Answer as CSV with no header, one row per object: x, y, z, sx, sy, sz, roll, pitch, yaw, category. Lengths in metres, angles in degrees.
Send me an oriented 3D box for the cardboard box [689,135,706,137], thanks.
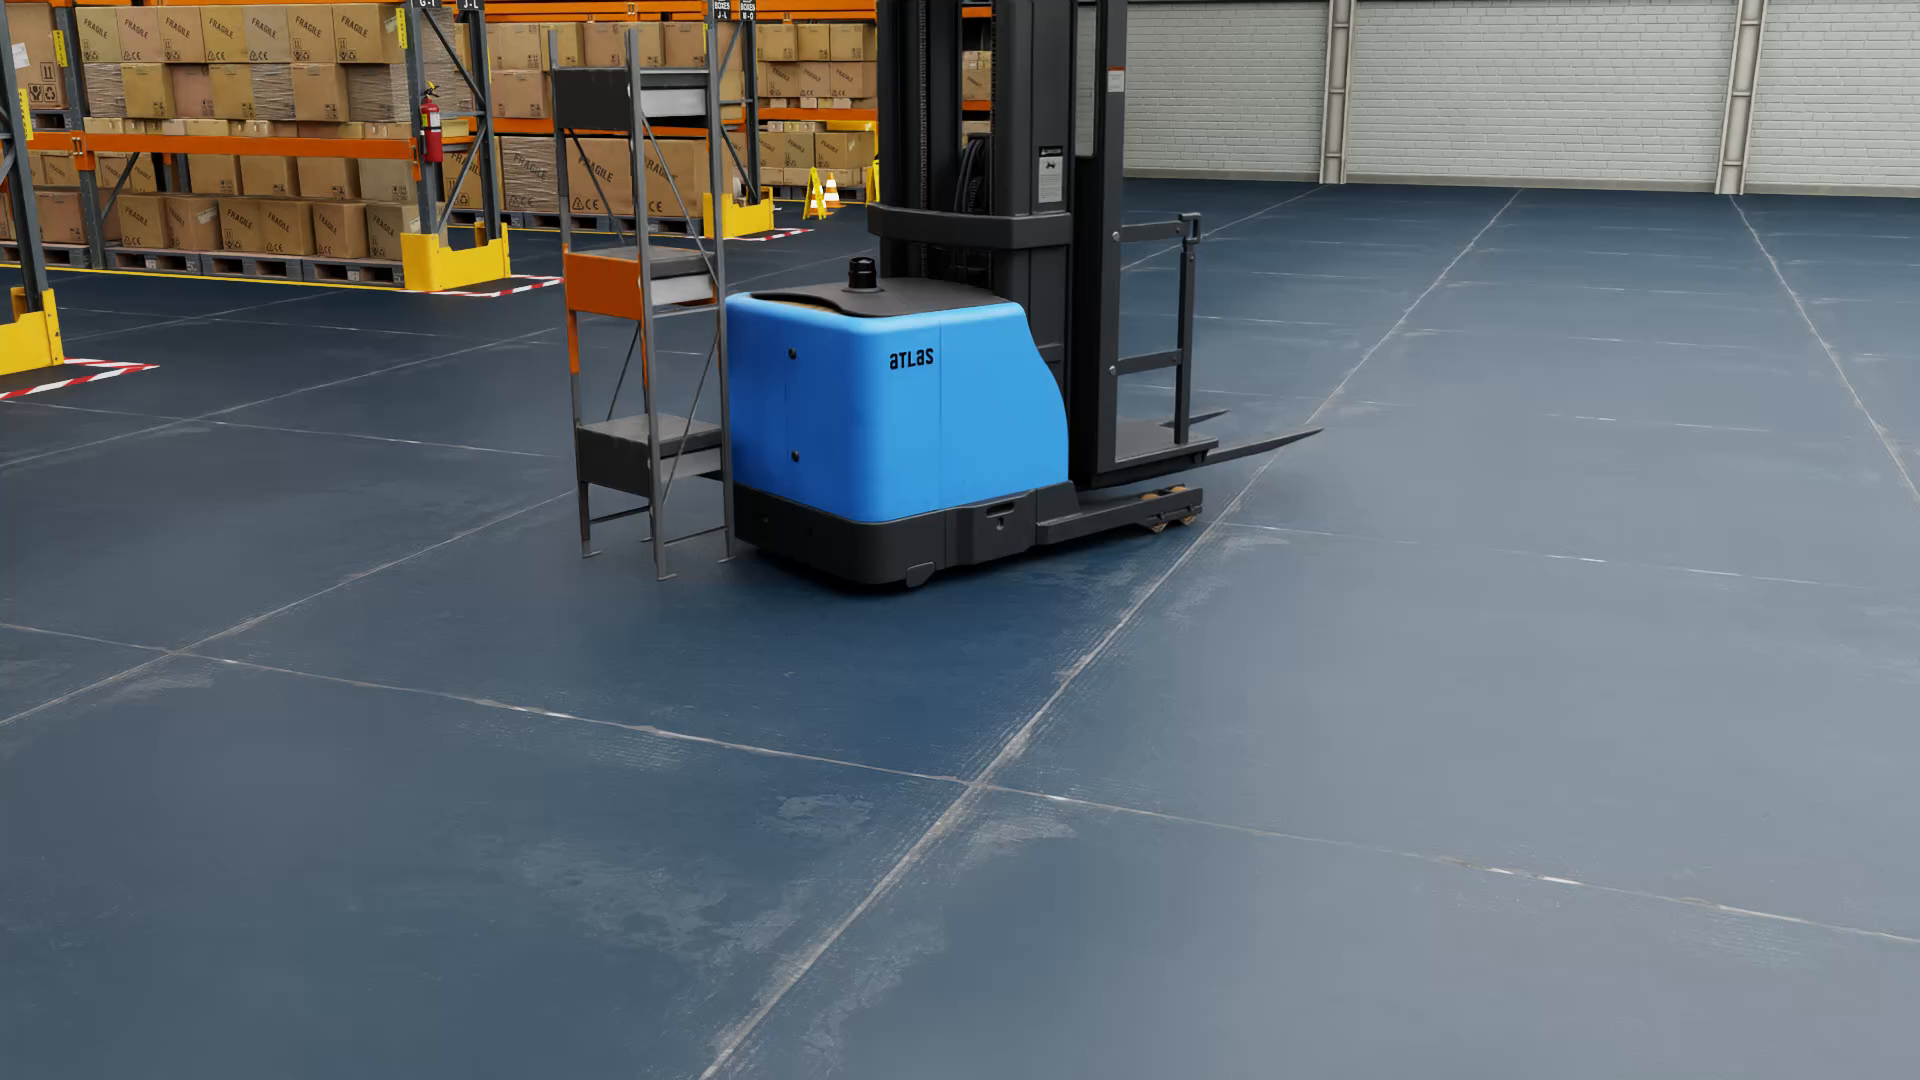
-3.680,-5.844,24.756,0.500,0.500,0.500,7,18,23,cardboard box

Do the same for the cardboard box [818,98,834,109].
-1.844,-6.266,23.829,0.250,0.149,0.380,6,17,20,cardboard box

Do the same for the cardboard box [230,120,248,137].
-6.529,-3.830,15.436,0.250,0.149,0.380,6,17,21,cardboard box

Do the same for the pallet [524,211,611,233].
-4.536,-3.929,20.328,1.213,0.211,1.003,6,17,21,pallet

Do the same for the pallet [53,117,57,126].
-10.132,-4.339,17.085,1.213,0.211,1.003,6,17,21,pallet

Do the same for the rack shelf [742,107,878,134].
-2.771,-6.234,24.559,4.000,0.370,1.077,6,17,21,rack shelf

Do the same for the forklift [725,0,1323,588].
0.454,-1.544,7.234,3.031,2.935,1.130,-14,21,-39,forklift

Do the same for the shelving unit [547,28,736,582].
-1.250,-0.929,6.607,0.503,2.100,0.431,14,21,39,shelving unit

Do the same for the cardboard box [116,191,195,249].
-7.910,-3.164,16.423,0.500,0.500,0.500,6,17,19,cardboard box

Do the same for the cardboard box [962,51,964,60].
0.002,-8.184,28.108,0.250,0.149,0.380,7,17,22,cardboard box

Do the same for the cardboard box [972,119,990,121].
0.529,-7.123,28.713,0.500,0.250,0.500,6,17,20,cardboard box

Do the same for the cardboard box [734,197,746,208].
-2.870,-4.616,22.808,0.380,0.149,0.250,-12,20,-37,cardboard box

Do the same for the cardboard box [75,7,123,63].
-7.942,-4.773,15.729,0.500,0.500,0.500,6,17,21,cardboard box

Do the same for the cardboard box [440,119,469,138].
-4.724,-3.775,15.249,0.250,0.149,0.380,6,17,21,cardboard box

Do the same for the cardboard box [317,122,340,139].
-5.598,-3.728,15.084,0.250,0.149,0.380,6,17,21,cardboard box

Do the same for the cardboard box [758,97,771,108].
-2.752,-6.399,24.285,0.250,0.149,0.380,6,17,21,cardboard box

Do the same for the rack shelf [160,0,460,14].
-8.214,-6.790,21.092,4.000,0.370,1.077,6,17,21,rack shelf

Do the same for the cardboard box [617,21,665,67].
-3.509,-5.752,19.401,0.550,0.550,0.875,6,17,21,cardboard box

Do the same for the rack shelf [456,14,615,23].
-8.395,-9.781,31.395,4.000,0.370,1.077,6,17,21,rack shelf

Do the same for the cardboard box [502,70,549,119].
-5.027,-5.391,20.096,0.550,0.550,0.875,6,17,21,cardboard box

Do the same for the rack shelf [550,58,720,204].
-1.250,-1.588,6.416,0.480,0.518,0.431,14,21,39,rack shelf

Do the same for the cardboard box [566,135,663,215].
-4.107,-4.404,20.021,0.875,0.875,0.875,6,17,20,cardboard box

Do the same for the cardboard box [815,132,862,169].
-1.752,-5.631,24.023,0.500,0.500,0.500,6,17,21,cardboard box

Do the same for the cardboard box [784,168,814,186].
-2.240,-5.324,24.312,0.500,0.250,0.500,6,17,21,cardboard box

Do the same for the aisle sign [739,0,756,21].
-2.457,-6.400,19.176,0.004,0.787,0.394,6,17,21,aisle sign

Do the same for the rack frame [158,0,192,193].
-10.075,-5.899,22.115,0.127,3.000,1.000,6,17,21,rack frame

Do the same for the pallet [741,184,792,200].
-2.855,-5.261,24.918,1.213,0.211,1.003,6,17,21,pallet

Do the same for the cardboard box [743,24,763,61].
-2.859,-7.208,24.116,0.500,0.500,0.700,6,17,20,cardboard box

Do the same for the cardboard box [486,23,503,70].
-5.469,-6.008,20.283,0.550,0.550,0.875,6,17,21,cardboard box

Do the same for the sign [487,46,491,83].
-4.348,-4.362,15.264,0.005,0.325,0.100,6,17,21,sign

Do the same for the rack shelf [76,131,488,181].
-6.407,-3.664,15.705,4.000,0.370,1.077,6,17,21,rack shelf

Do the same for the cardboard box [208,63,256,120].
-6.468,-4.196,15.534,0.500,0.500,0.875,6,17,21,cardboard box

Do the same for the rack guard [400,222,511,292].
-4.617,-2.612,15.275,0.348,0.500,1.175,6,17,21,rack guard

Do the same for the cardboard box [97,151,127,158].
-11.281,-5.312,22.475,0.500,0.250,0.500,7,17,21,cardboard box

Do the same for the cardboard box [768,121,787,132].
-2.595,-6.016,24.188,0.250,0.149,0.380,7,18,23,cardboard box

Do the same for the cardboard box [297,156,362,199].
-7.860,-4.751,21.442,0.750,0.750,1.050,6,17,21,cardboard box

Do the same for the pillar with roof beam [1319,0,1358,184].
4.592,-9.119,22.443,0.400,9.000,9.100,6,17,21,pillar with roof beam

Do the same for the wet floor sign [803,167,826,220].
-1.879,-4.461,21.383,0.232,0.644,0.267,3,17,11,wet floor sign

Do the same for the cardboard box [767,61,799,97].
-2.445,-6.655,24.003,0.500,0.500,0.500,6,17,20,cardboard box

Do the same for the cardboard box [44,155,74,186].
-12.221,-5.062,22.959,0.500,0.500,0.500,7,17,22,cardboard box

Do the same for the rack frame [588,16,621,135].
-6.535,-8.481,31.008,0.127,3.000,1.000,6,17,21,rack frame

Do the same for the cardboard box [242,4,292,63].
-6.081,-4.570,15.028,0.500,0.500,0.500,6,17,21,cardboard box

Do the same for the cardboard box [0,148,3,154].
-13.205,-5.526,23.213,0.500,0.250,0.500,5,17,18,cardboard box

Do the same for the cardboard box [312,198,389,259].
-5.690,-2.927,15.605,0.500,0.500,0.500,12,20,35,cardboard box

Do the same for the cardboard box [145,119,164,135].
-7.472,-3.923,15.758,0.250,0.149,0.380,6,17,21,cardboard box

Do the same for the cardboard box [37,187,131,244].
-8.831,-3.293,16.832,0.500,0.500,0.700,5,17,16,cardboard box

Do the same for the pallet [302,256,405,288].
-5.360,-2.566,15.634,1.213,0.211,1.003,6,17,21,pallet

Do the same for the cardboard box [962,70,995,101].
0.353,-7.693,28.114,0.500,0.500,0.500,6,17,19,cardboard box

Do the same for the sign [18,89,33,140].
-6.158,-2.796,10.927,0.005,0.325,0.100,6,17,21,sign
